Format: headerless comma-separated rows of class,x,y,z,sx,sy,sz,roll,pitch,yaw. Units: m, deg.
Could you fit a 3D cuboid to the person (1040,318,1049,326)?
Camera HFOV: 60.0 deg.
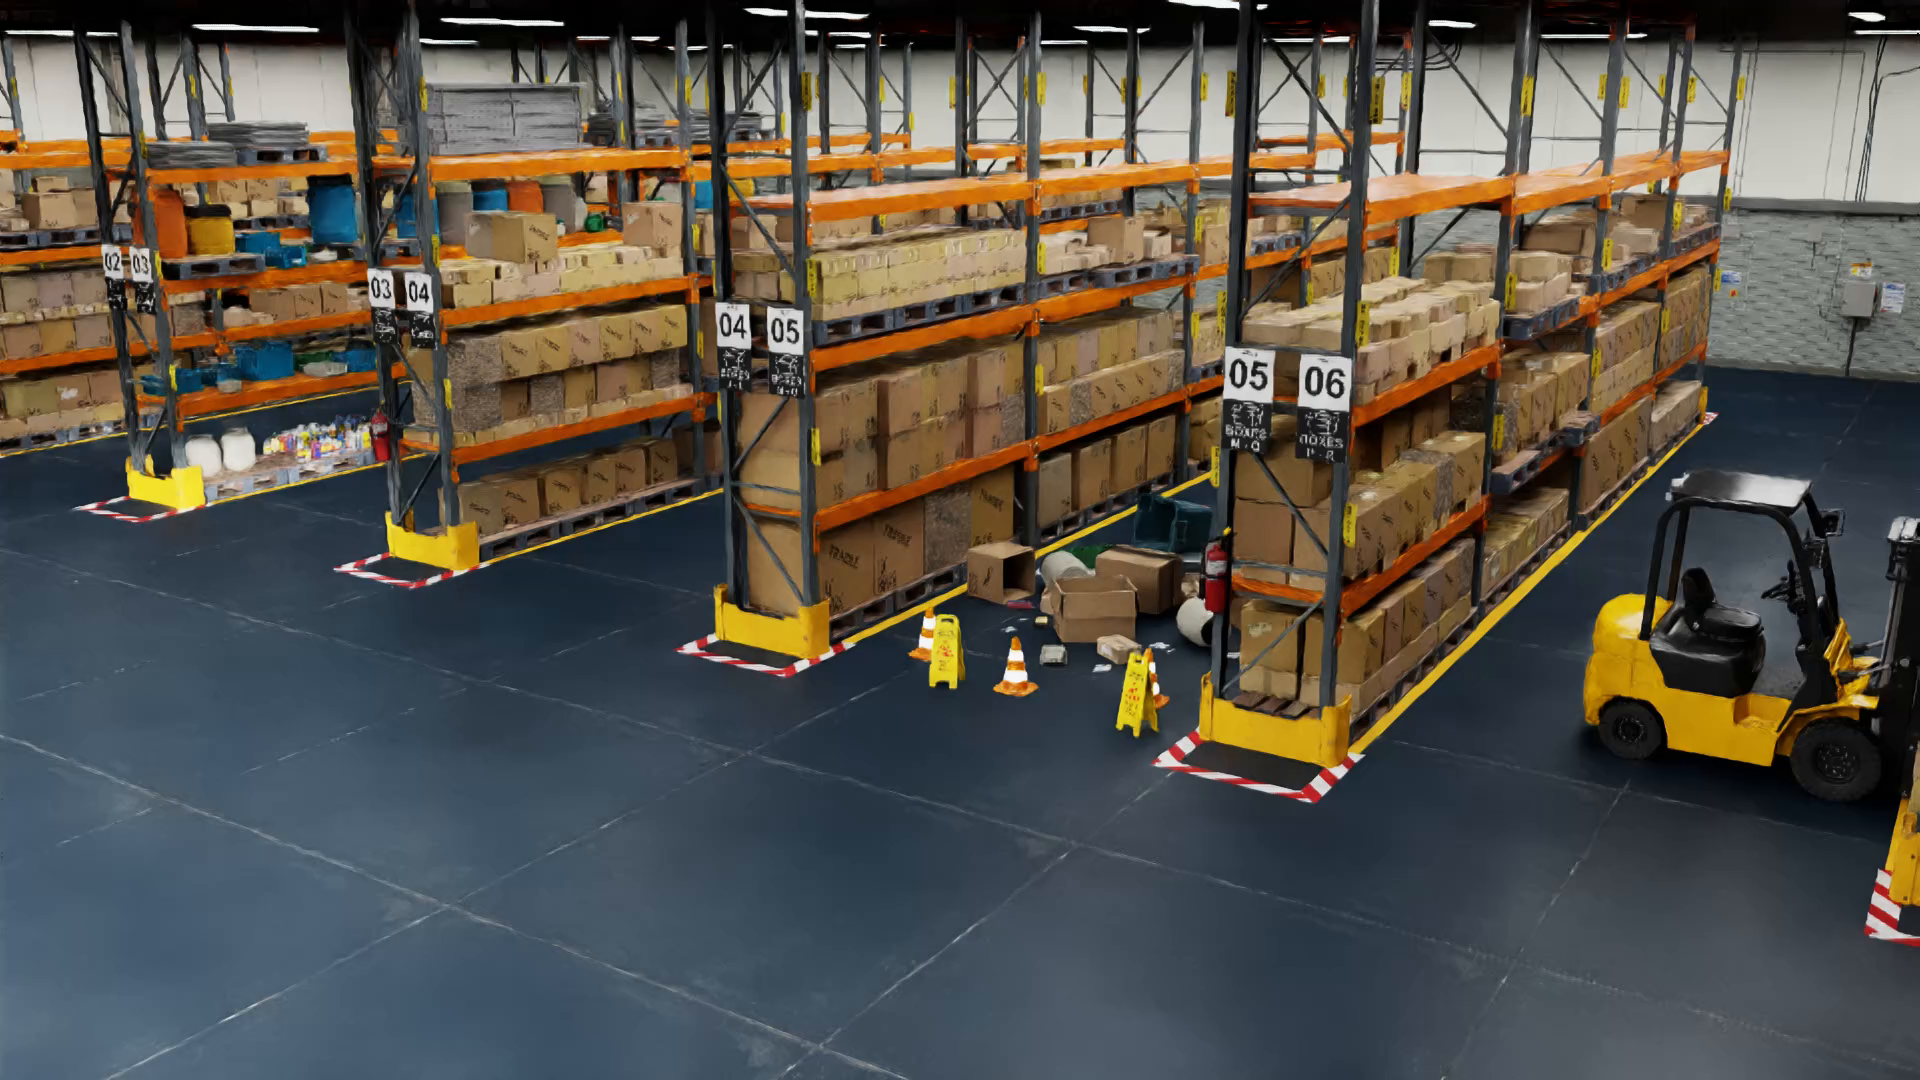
person,1.241,-2.654,25.725,0.495,1.589,1.086,11,19,33
